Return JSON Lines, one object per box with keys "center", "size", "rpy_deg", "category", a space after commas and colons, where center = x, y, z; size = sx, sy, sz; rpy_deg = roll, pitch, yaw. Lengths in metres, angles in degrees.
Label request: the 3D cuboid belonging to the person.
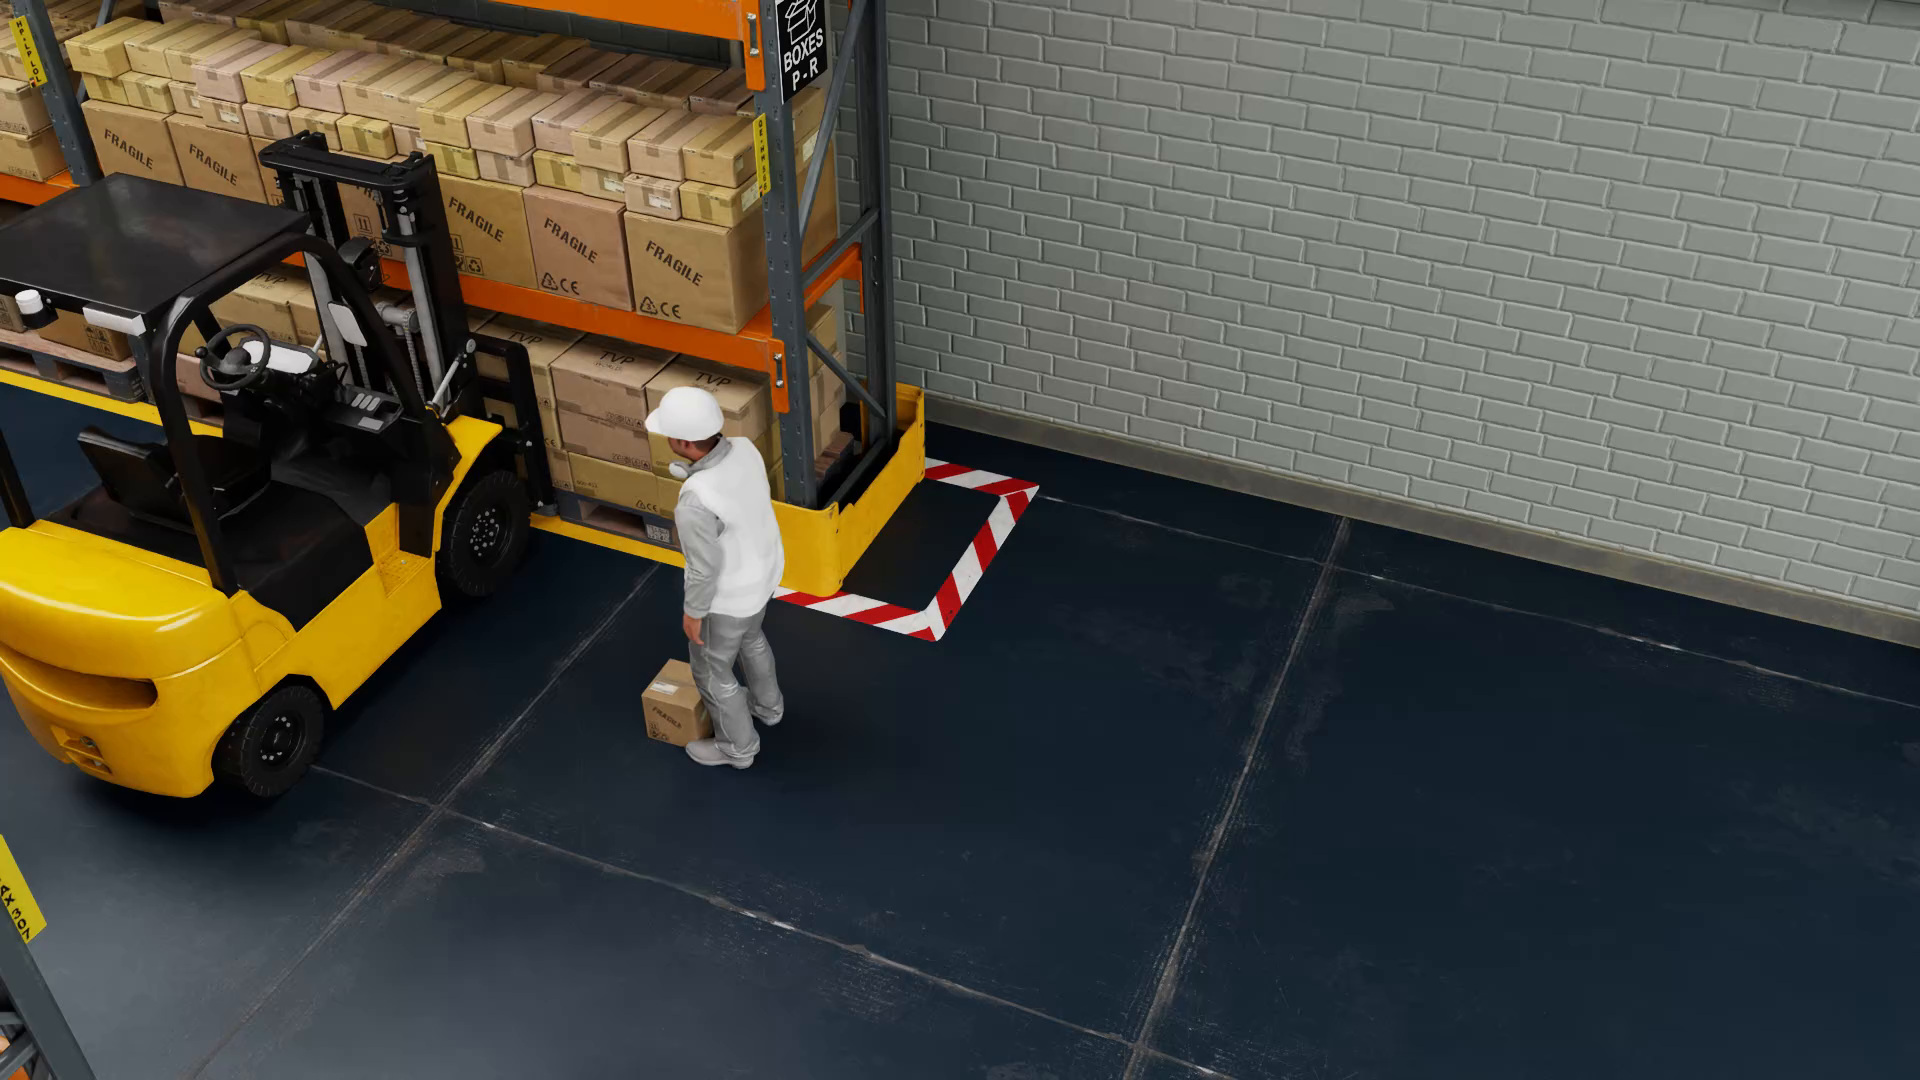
{"center": [-0.938, 0.153, 6.596], "size": [0.460, 1.772, 0.580], "rpy_deg": [14, 40, 18], "category": "person"}
